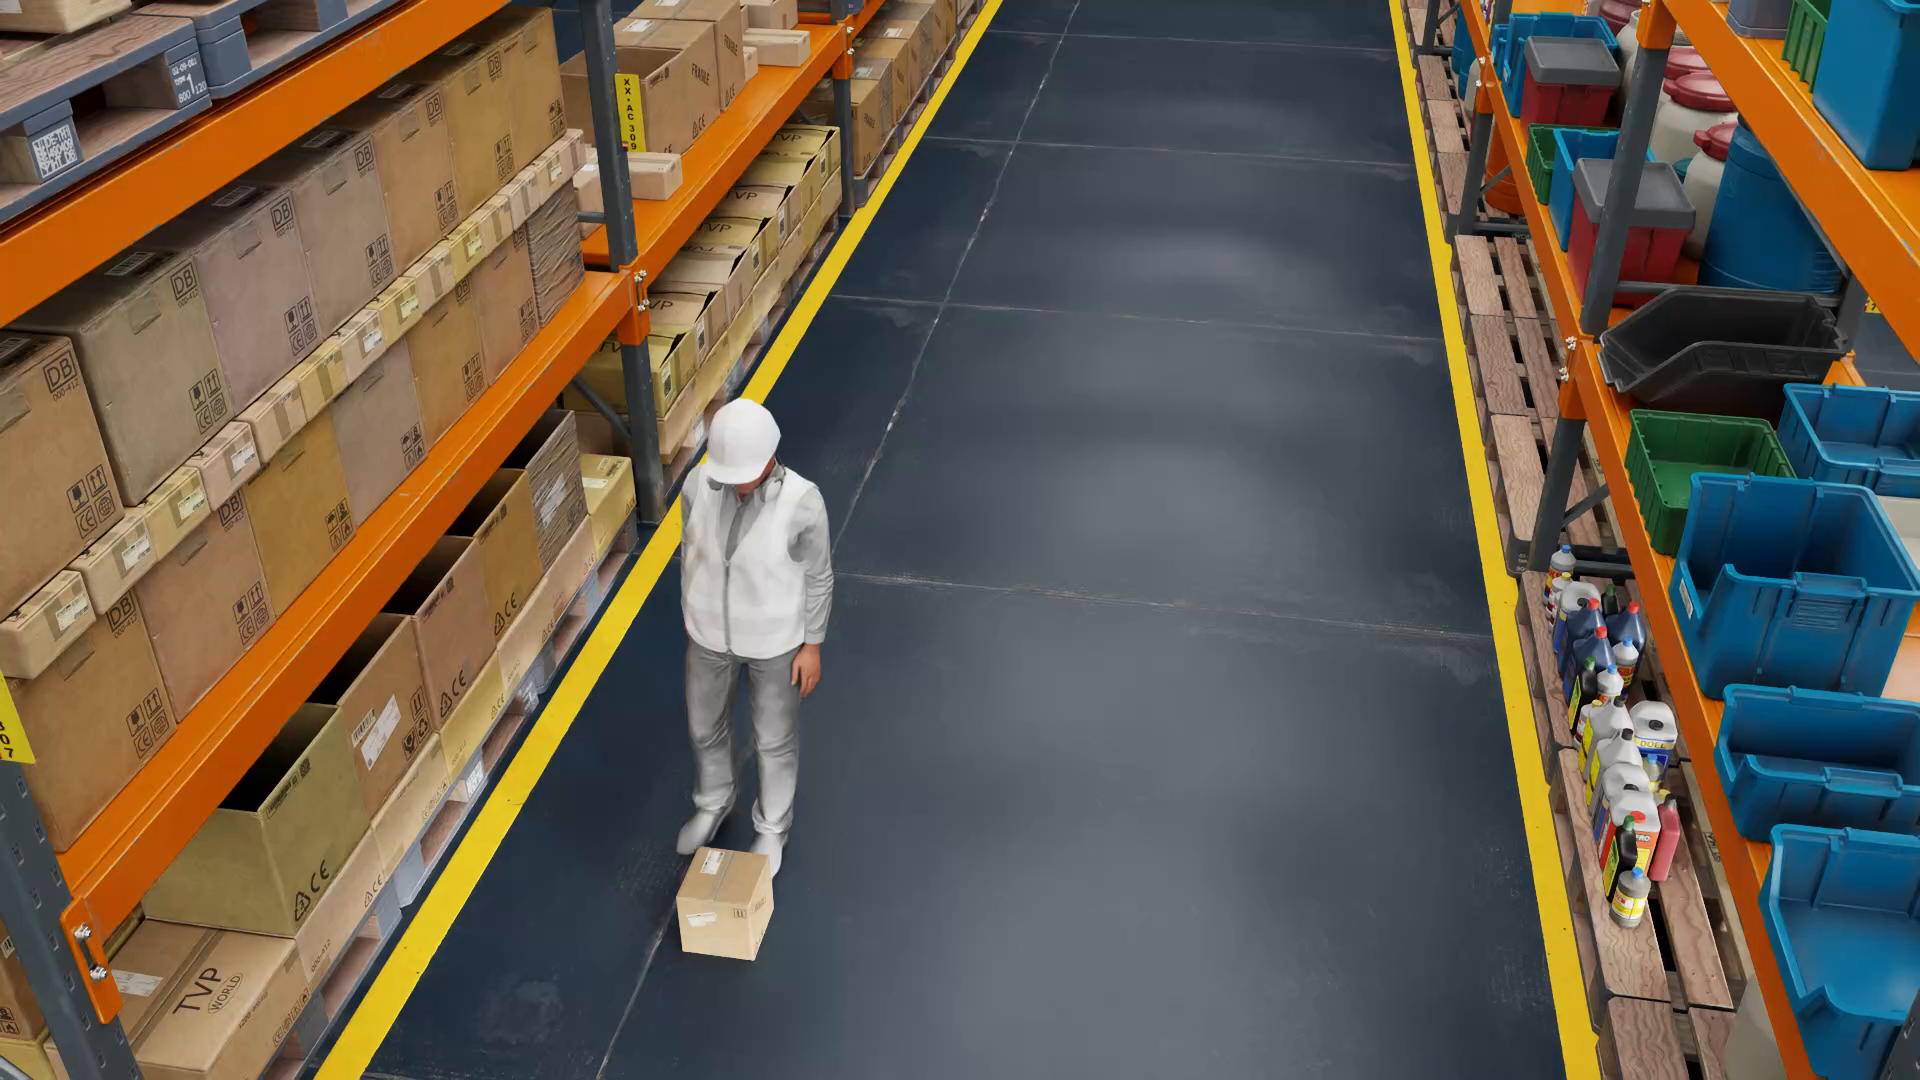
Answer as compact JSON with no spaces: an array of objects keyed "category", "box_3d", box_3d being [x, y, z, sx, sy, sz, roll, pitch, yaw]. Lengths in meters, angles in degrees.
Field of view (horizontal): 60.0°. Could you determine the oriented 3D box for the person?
[{"category":"person","box_3d":[-0.760,0.353,5.565,0.532,1.819,0.471,8,33,13]}]
